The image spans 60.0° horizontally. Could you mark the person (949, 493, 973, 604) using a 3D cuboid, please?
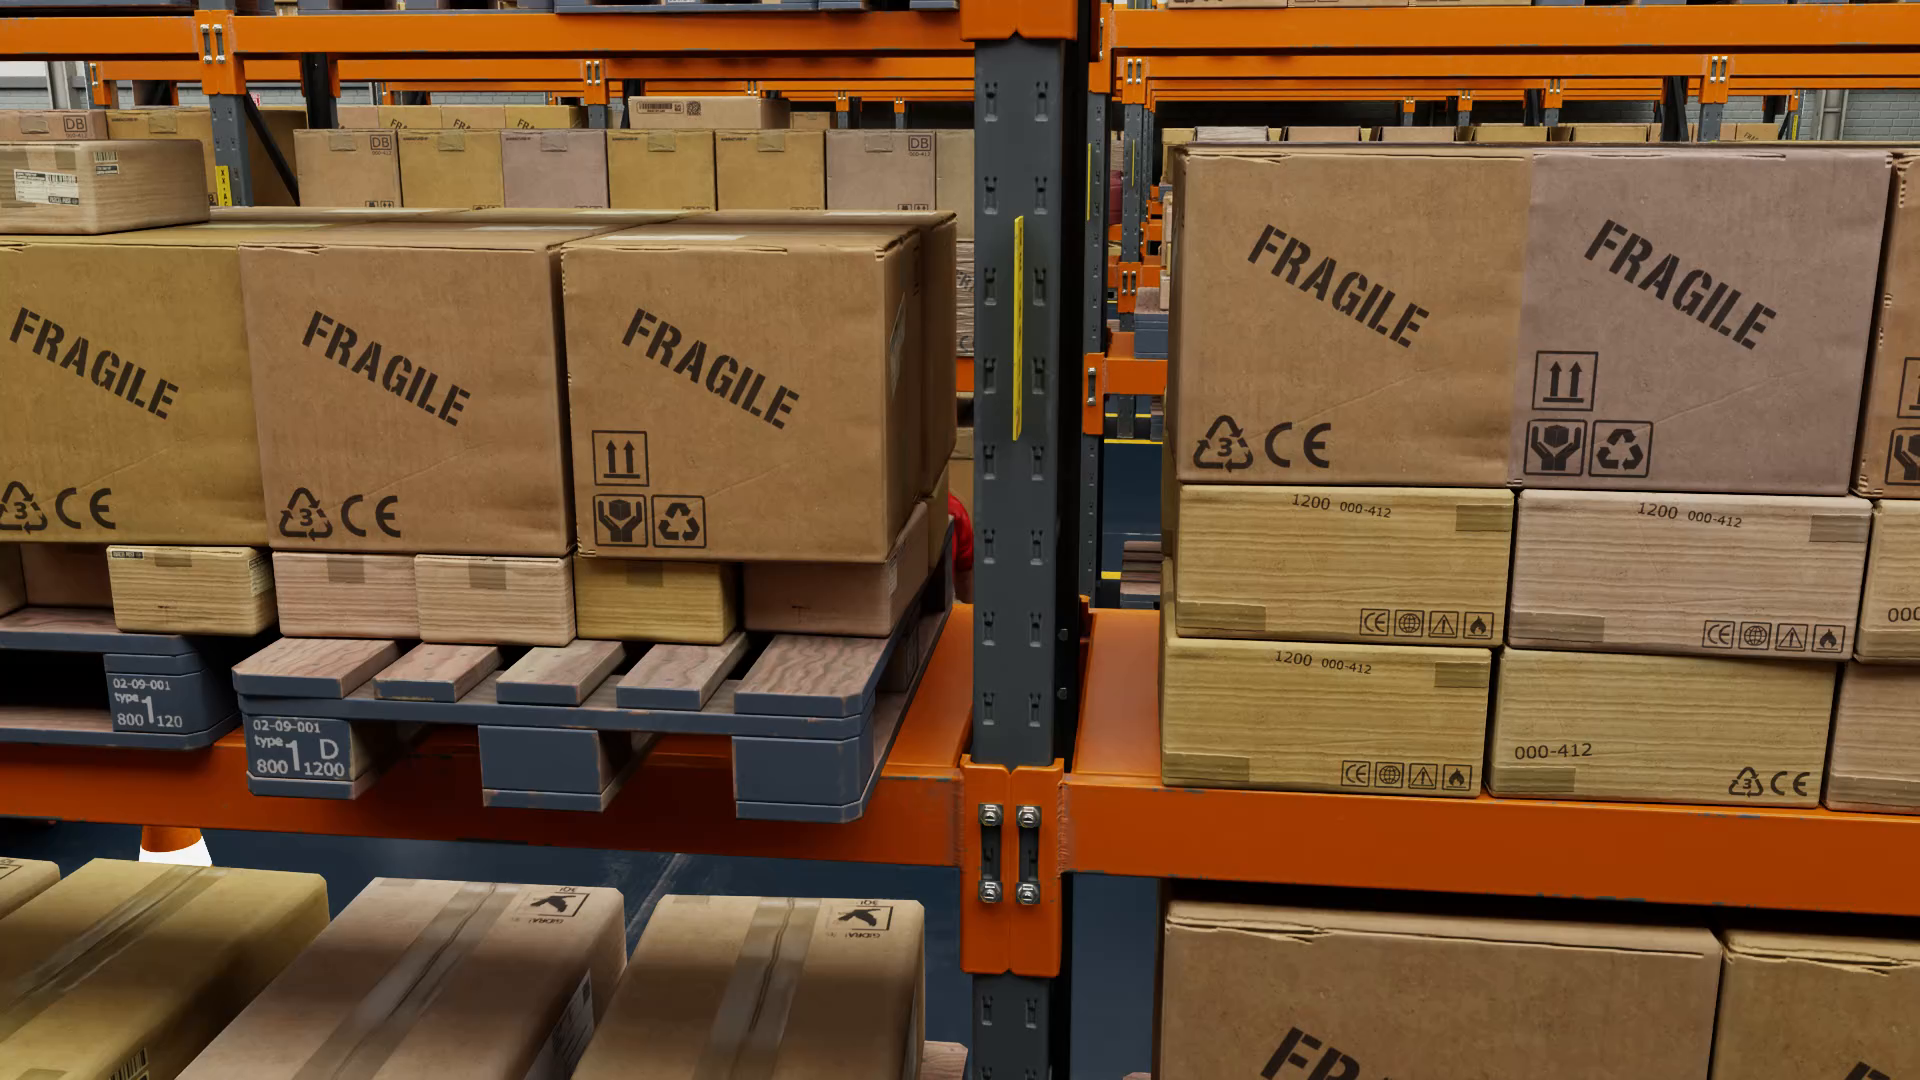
[{"bbox_3d":[-0.225,0.236,6.471,0.573,1.064,0.857,2,14,6],"label":"person"}]
